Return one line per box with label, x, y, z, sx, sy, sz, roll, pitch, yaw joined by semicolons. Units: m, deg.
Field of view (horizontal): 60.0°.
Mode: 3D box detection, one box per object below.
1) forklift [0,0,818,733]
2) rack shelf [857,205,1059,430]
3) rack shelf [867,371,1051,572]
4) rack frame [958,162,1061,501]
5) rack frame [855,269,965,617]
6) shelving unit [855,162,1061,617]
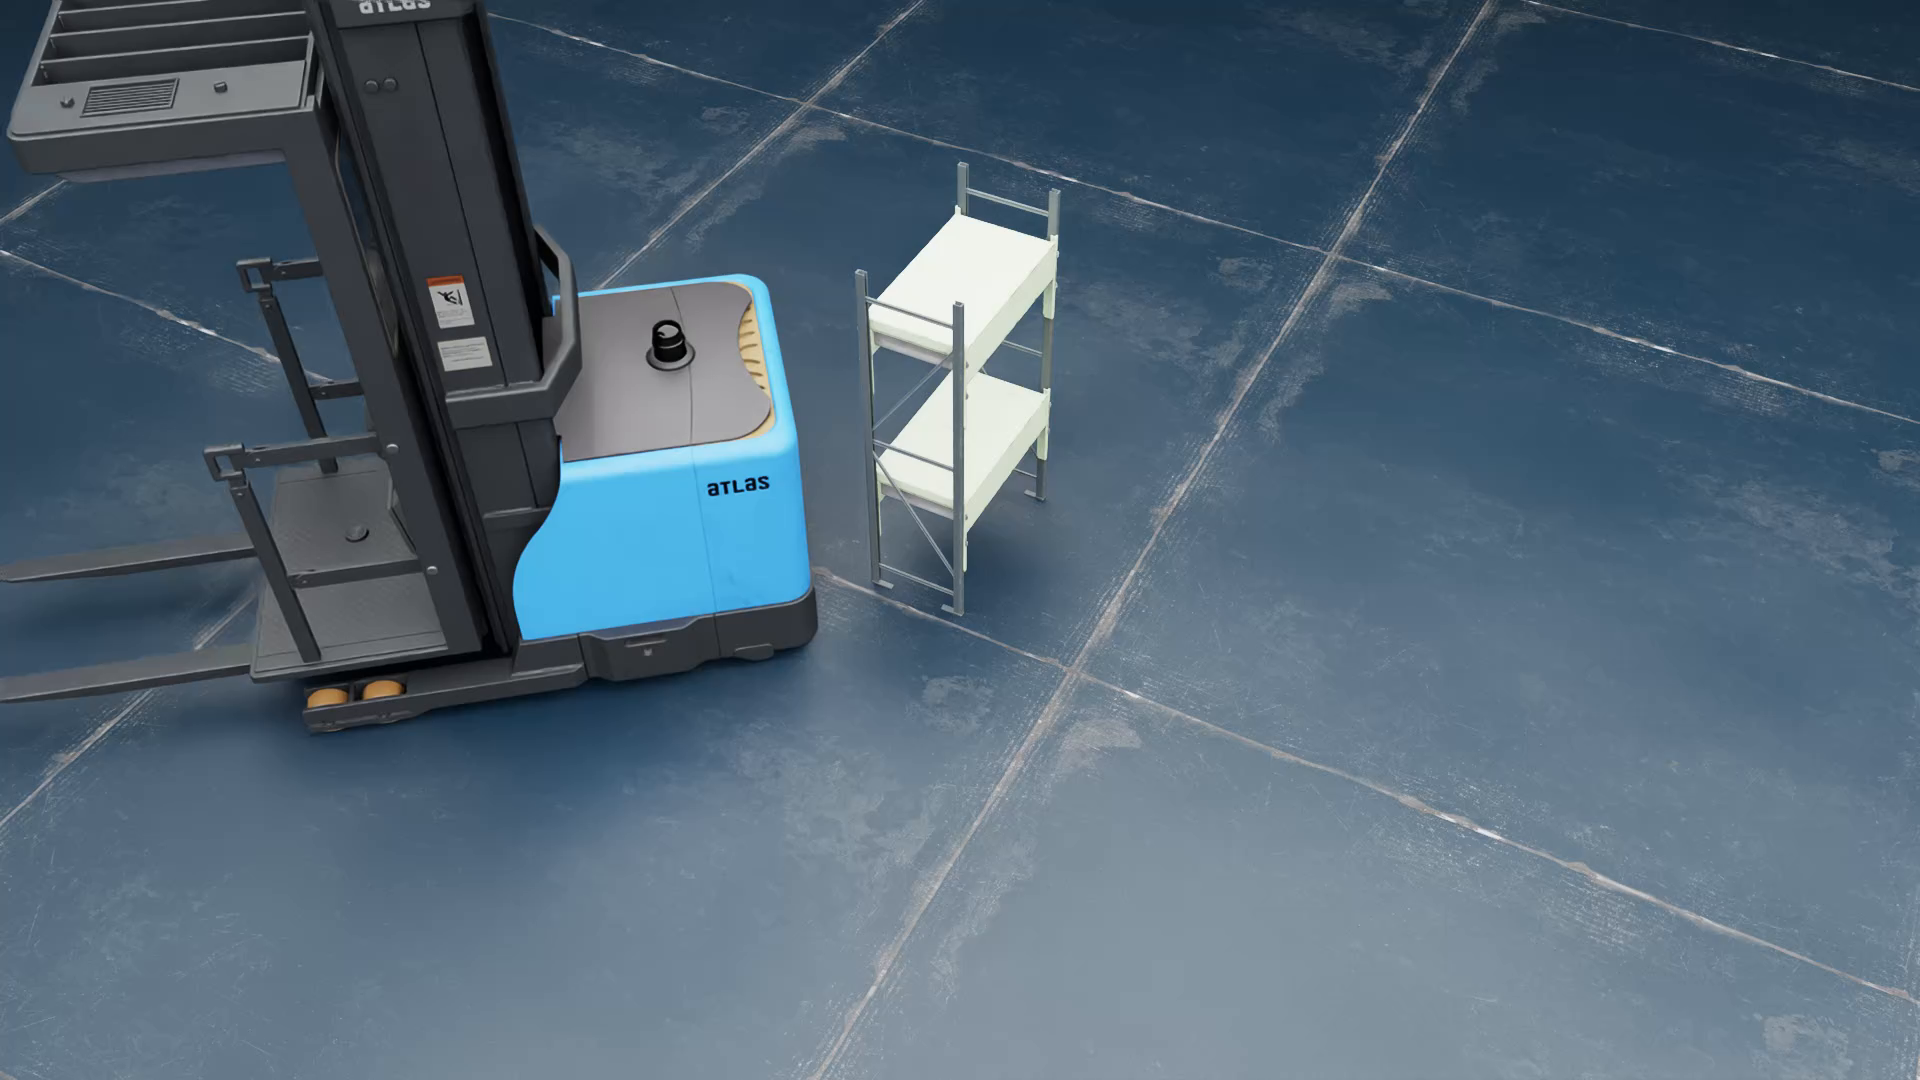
forklift;-2.109;-0.744;5.425;3.031;2.935;1.130;-8;46;-8
rack shelf;0.003;-0.806;5.943;0.431;0.370;0.720;20;49;19
rack shelf;0.003;-0.302;6.453;0.431;0.370;0.720;20;49;19
rack frame;0.173;-0.762;6.449;0.400;1.500;0.023;20;49;19
rack frame;-0.167;-0.301;5.993;0.400;1.500;0.023;20;49;19
shelving unit;0.003;-0.531;6.221;0.431;1.500;0.755;20;49;19
